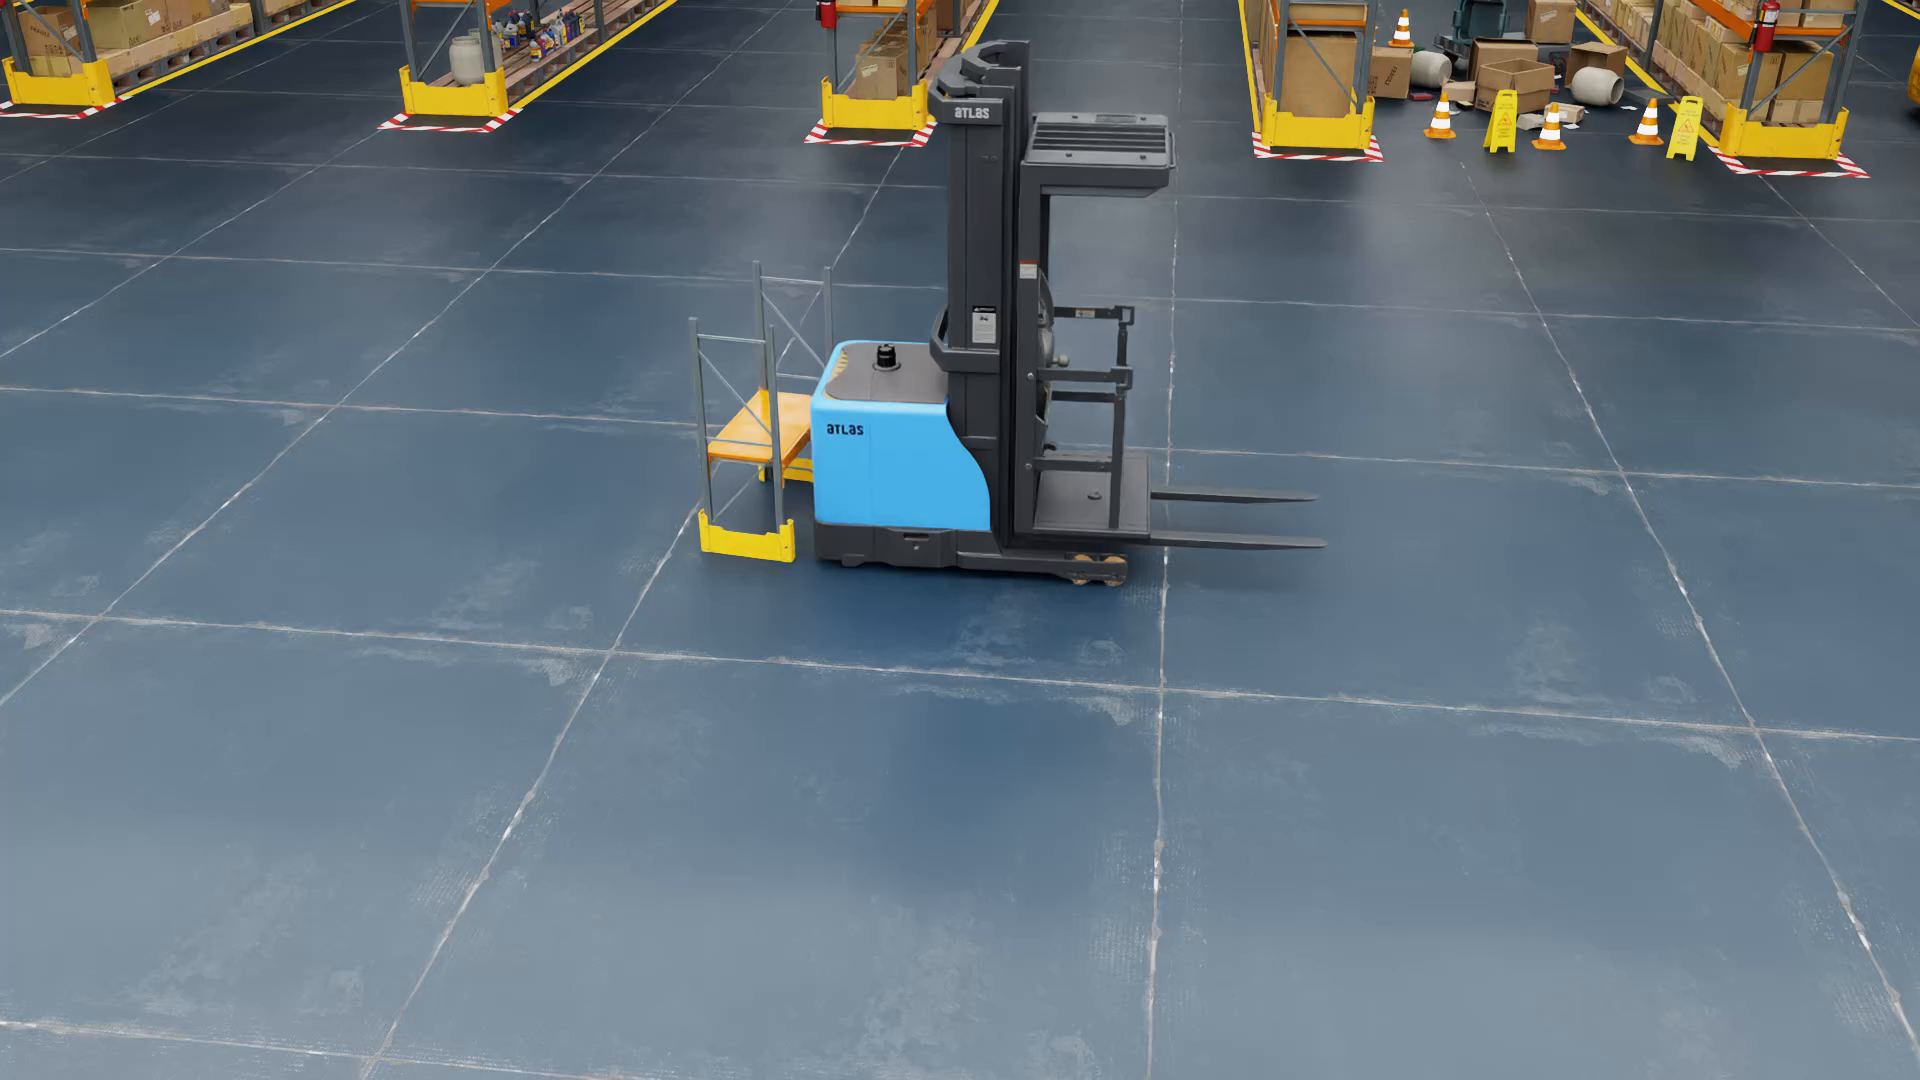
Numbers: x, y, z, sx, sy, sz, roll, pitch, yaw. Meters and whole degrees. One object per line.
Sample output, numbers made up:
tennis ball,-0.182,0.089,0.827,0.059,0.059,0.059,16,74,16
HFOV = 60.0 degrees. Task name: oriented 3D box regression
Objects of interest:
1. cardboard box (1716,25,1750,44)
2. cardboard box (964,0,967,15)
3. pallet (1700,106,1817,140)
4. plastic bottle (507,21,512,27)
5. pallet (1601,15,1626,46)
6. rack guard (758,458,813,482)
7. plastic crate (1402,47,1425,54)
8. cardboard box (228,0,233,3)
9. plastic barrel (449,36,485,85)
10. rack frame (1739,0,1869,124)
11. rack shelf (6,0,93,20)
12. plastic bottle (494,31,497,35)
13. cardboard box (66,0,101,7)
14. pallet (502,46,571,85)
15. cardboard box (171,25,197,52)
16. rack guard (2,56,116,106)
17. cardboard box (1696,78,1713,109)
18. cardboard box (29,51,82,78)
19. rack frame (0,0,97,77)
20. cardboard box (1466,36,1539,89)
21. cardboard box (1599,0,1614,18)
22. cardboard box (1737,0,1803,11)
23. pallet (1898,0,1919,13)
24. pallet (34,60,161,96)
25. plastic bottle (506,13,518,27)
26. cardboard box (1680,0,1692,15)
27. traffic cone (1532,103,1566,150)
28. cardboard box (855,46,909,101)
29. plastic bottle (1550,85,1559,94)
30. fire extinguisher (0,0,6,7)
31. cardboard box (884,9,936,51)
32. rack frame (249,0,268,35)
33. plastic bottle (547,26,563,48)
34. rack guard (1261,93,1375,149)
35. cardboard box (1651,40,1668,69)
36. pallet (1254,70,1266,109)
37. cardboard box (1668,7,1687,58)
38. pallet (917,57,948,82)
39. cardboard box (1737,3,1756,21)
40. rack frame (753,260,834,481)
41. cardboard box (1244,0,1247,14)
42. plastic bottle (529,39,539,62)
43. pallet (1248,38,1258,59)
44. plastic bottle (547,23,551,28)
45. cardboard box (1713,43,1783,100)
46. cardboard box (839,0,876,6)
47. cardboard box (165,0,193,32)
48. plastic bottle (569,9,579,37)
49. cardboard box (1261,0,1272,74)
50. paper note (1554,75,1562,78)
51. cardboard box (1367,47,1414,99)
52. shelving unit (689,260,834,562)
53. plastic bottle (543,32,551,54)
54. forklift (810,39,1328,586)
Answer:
cardboard box,8.669,-5.638,18.535,0.380,0.149,0.250,4,29,8
cardboard box,-0.252,-7.806,23.748,0.700,0.500,0.500,1,28,2
pallet,8.995,-4.668,18.692,1.003,0.211,1.213,3,28,6
plastic bottle,-5.924,-6.702,21.941,0.097,0.271,0.097,0,28,0
pallet,9.582,-7.077,23.164,1.003,0.211,1.213,3,28,6
rack guard,-1.036,-0.485,10.886,0.587,0.250,0.087,7,29,13
plastic crate,5.695,-6.232,21.559,0.450,0.188,0.662,9,28,37
cardboard box,-10.562,-7.702,23.840,0.500,0.250,0.500,3,28,6
plastic barrel,-5.895,-5.747,19.935,0.421,0.512,0.421,0,28,0
rack frame,8.851,-5.479,17.258,1.000,3.000,0.127,3,28,6
rack shelf,-10.570,-7.257,21.317,1.077,0.370,4.000,3,28,6
plastic bottle,-6.035,-6.410,21.393,0.152,0.276,0.135,3,28,5
cardboard box,-10.937,-6.678,21.149,0.500,0.500,0.500,3,28,6
pallet,-5.680,-6.109,21.366,1.003,0.211,1.213,3,28,6
cardboard box,-10.343,-6.552,21.706,0.500,0.250,0.500,3,28,6
rack guard,-10.818,-5.521,19.971,1.175,0.500,0.348,3,28,6
cardboard box,8.755,-5.093,18.997,0.500,0.250,0.500,3,29,6
cardboard box,-11.043,-5.877,20.452,0.500,0.250,0.500,3,28,6
rack frame,-10.815,-6.633,19.399,1.000,3.000,0.127,3,28,6
cardboard box,6.660,-5.855,20.444,0.797,0.637,0.503,3,28,6
cardboard box,9.670,-7.660,23.633,0.950,0.372,0.625,3,28,5
cardboard box,8.644,-5.926,17.668,0.500,0.500,0.500,3,28,5
pallet,14.887,-8.080,25.025,1.003,0.211,1.213,3,28,6
pallet,-10.763,-5.767,20.733,1.003,0.211,1.213,3,28,6
plastic bottle,-5.943,-6.809,22.055,0.144,0.351,0.185,2,28,4
cardboard box,8.865,-6.393,19.935,0.380,0.149,0.250,4,29,8
traffic cone,6.480,-4.544,18.197,0.336,0.463,0.334,3,28,6
cardboard box,-0.891,-5.433,19.364,0.500,0.500,0.500,9,30,16
plastic bottle,7.322,-5.570,20.525,0.133,0.061,0.283,8,29,15
fire extinguisher,-11.291,-6.570,19.364,0.296,0.674,0.183,3,28,6
cardboard box,-0.645,-6.566,21.469,0.500,0.500,0.500,13,31,22
rack frame,-10.325,-8.515,22.894,1.000,3.000,0.127,3,28,6
plastic bottle,-5.289,-6.582,21.713,0.152,0.276,0.135,4,29,7
rack guard,3.923,-4.608,18.275,1.175,0.500,0.348,3,28,6
cardboard box,9.001,-6.074,20.819,0.500,0.250,0.500,2,28,4
pallet,4.099,-5.445,20.135,1.003,0.211,1.213,3,28,6
cardboard box,8.947,-6.152,20.172,0.500,0.500,0.500,4,29,8
pallet,-0.688,-5.816,20.824,1.003,0.211,1.213,3,28,6
cardboard box,8.606,-5.683,17.901,0.380,0.149,0.250,3,28,6
rack frame,-1.036,-1.035,10.591,0.500,1.500,0.032,7,29,13
cardboard box,4.639,-7.986,23.841,1.050,0.750,0.750,4,29,7
plastic bottle,-5.368,-6.171,20.954,0.097,0.271,0.097,0,28,0
pallet,4.436,-6.742,22.542,1.003,0.211,1.213,3,28,6
plastic bottle,-5.370,-6.655,21.841,0.061,0.283,0.133,3,28,6
cardboard box,8.691,-5.176,18.361,0.500,0.500,0.500,4,29,7
cardboard box,-1.154,-6.091,18.658,0.380,0.149,0.250,3,28,6
cardboard box,-10.342,-6.883,21.528,0.500,0.500,0.500,3,28,6
plastic bottle,-5.202,-6.933,22.286,0.144,0.351,0.185,3,28,5
cardboard box,4.163,-6.135,20.273,0.875,0.875,0.875,4,29,7
paper note,7.583,-5.905,21.178,0.148,0.019,0.142,3,28,6
cardboard box,5.245,-5.713,20.324,0.500,0.500,0.500,8,29,15
shelving unit,-1.161,-0.806,10.165,0.587,1.500,1.083,7,29,13
plastic bottle,-5.314,-6.379,21.341,0.097,0.271,0.097,0,28,0
forklift,0.676,-1.290,9.553,3.031,2.935,1.130,3,28,5
